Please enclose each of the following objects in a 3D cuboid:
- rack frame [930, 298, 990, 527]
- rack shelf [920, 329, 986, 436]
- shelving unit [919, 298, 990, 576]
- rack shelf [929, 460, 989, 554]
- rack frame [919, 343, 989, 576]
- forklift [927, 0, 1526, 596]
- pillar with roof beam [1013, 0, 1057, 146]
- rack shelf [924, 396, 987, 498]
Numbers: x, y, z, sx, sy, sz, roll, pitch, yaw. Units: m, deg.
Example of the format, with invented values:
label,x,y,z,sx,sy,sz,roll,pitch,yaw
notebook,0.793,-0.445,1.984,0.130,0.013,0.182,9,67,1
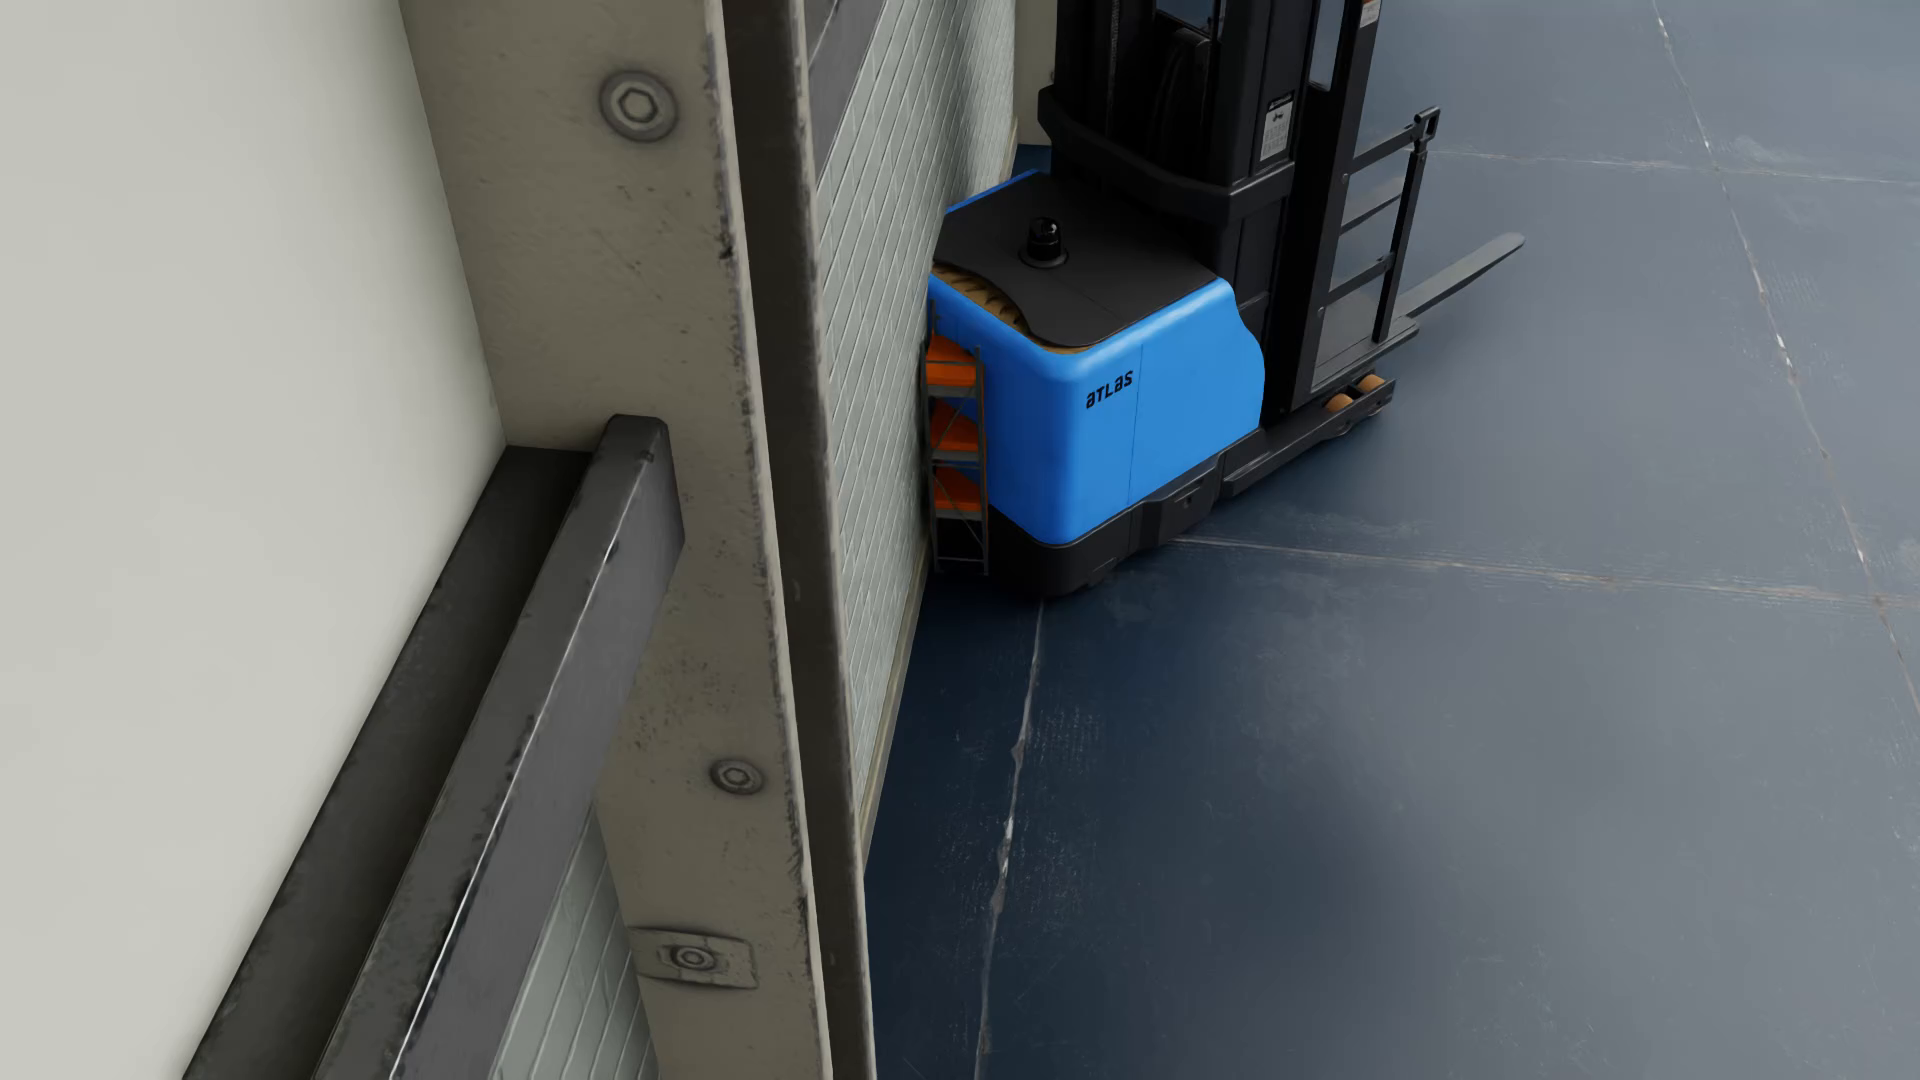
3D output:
label,x,y,z,sx,sy,sz,roll,pitch,yaw
rack frame,0.020,-0.423,5.921,0.200,1.050,0.008,4,45,7
rack shelf,-0.007,-0.535,5.644,0.215,0.259,0.240,4,45,7
shelving unit,0.003,-0.339,5.834,0.215,1.050,0.252,4,45,7
rack shelf,0.014,-0.132,6.035,0.215,0.259,0.240,4,45,7
rack frame,-0.014,-0.254,5.748,0.200,1.050,0.008,4,45,7
forklift,1.131,-1.732,5.947,3.031,2.935,1.130,-31,51,-28
pillar with roof beam,4.699,-4.994,4.979,9.100,9.000,0.400,5,44,6
rack shelf,0.003,-0.331,5.842,0.215,0.259,0.240,4,45,7
